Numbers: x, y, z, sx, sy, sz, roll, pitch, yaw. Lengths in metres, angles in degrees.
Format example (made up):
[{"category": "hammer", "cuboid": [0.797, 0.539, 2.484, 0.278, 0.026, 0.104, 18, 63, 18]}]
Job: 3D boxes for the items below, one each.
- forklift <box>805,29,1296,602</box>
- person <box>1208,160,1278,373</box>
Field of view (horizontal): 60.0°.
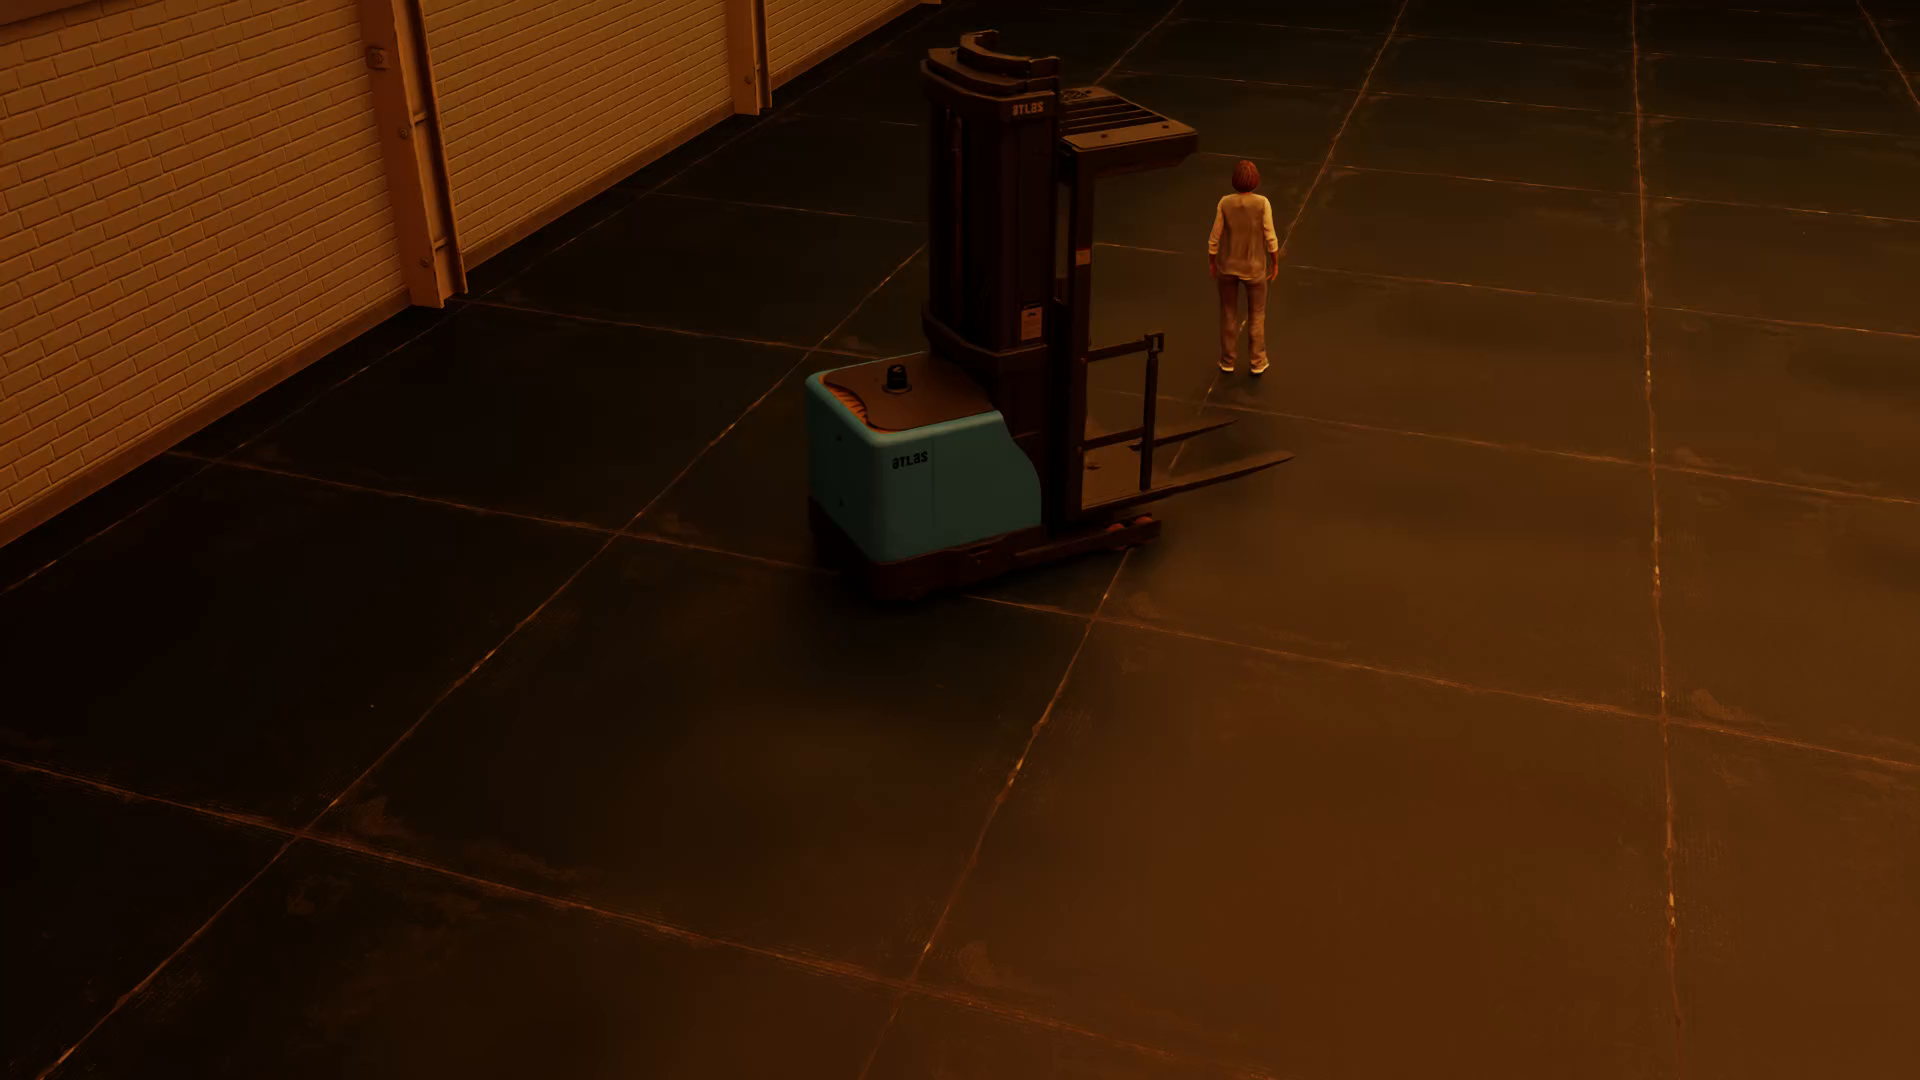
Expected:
[{"category": "forklift", "cuboid": [0.640, -1.422, 9.631, 3.031, 2.935, 1.130, -14, 33, -23]}, {"category": "person", "cuboid": [2.029, -1.953, 11.914, 0.498, 1.611, 0.428, 9, 31, 15]}]
